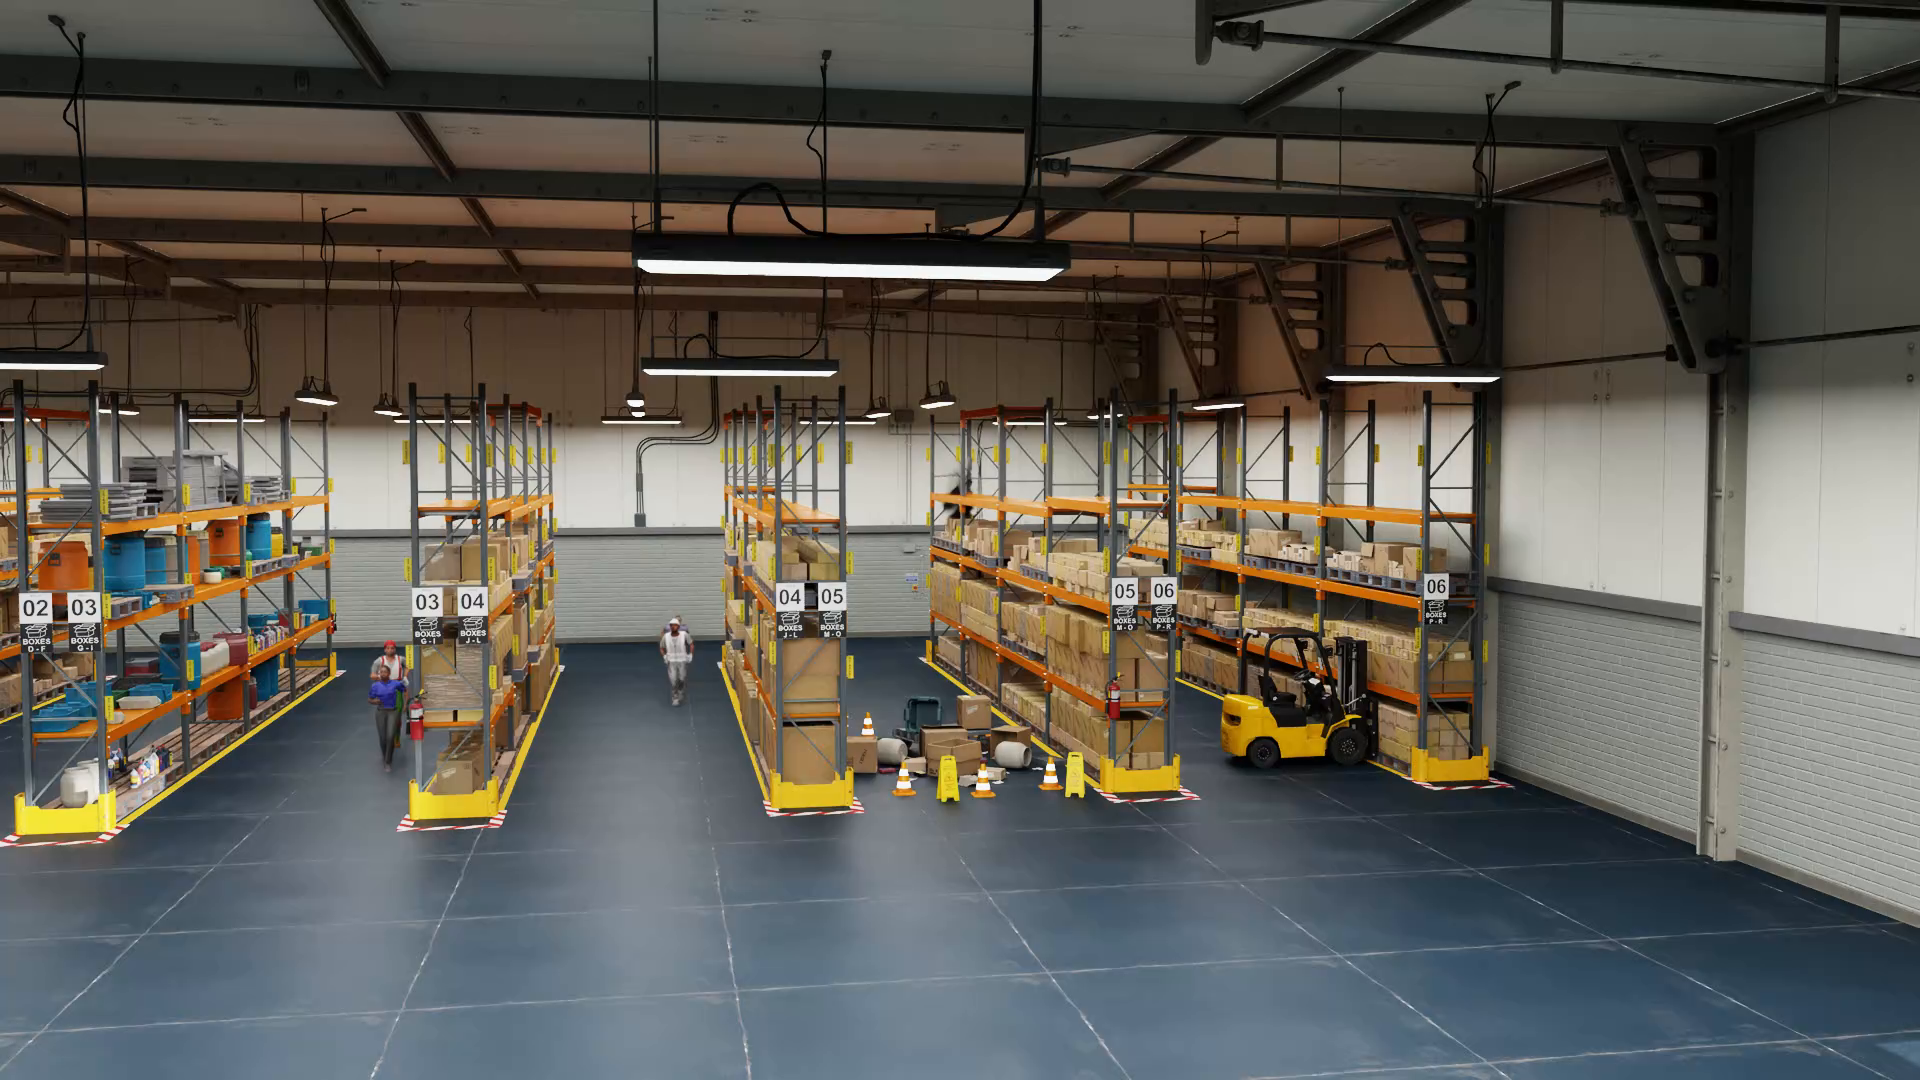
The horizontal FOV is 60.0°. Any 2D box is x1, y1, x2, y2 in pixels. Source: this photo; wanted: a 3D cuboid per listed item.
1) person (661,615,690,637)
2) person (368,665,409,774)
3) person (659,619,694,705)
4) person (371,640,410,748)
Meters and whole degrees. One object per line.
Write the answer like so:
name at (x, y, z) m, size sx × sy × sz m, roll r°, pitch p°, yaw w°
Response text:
person at (-6.126, 2.403, 35.968) m, size 0.573 × 1.578 × 0.682 m, roll -1°, pitch 3°, yaw -20°
person at (-9.148, 2.842, 26.571) m, size 0.583 × 1.684 × 0.866 m, roll 0°, pitch 3°, yaw -8°
person at (-5.678, 2.448, 33.287) m, size 0.689 × 1.739 × 0.530 m, roll 0°, pitch 3°, yaw -6°
person at (-9.829, 2.626, 28.709) m, size 0.648 × 1.809 × 0.920 m, roll -1°, pitch 3°, yaw -20°
